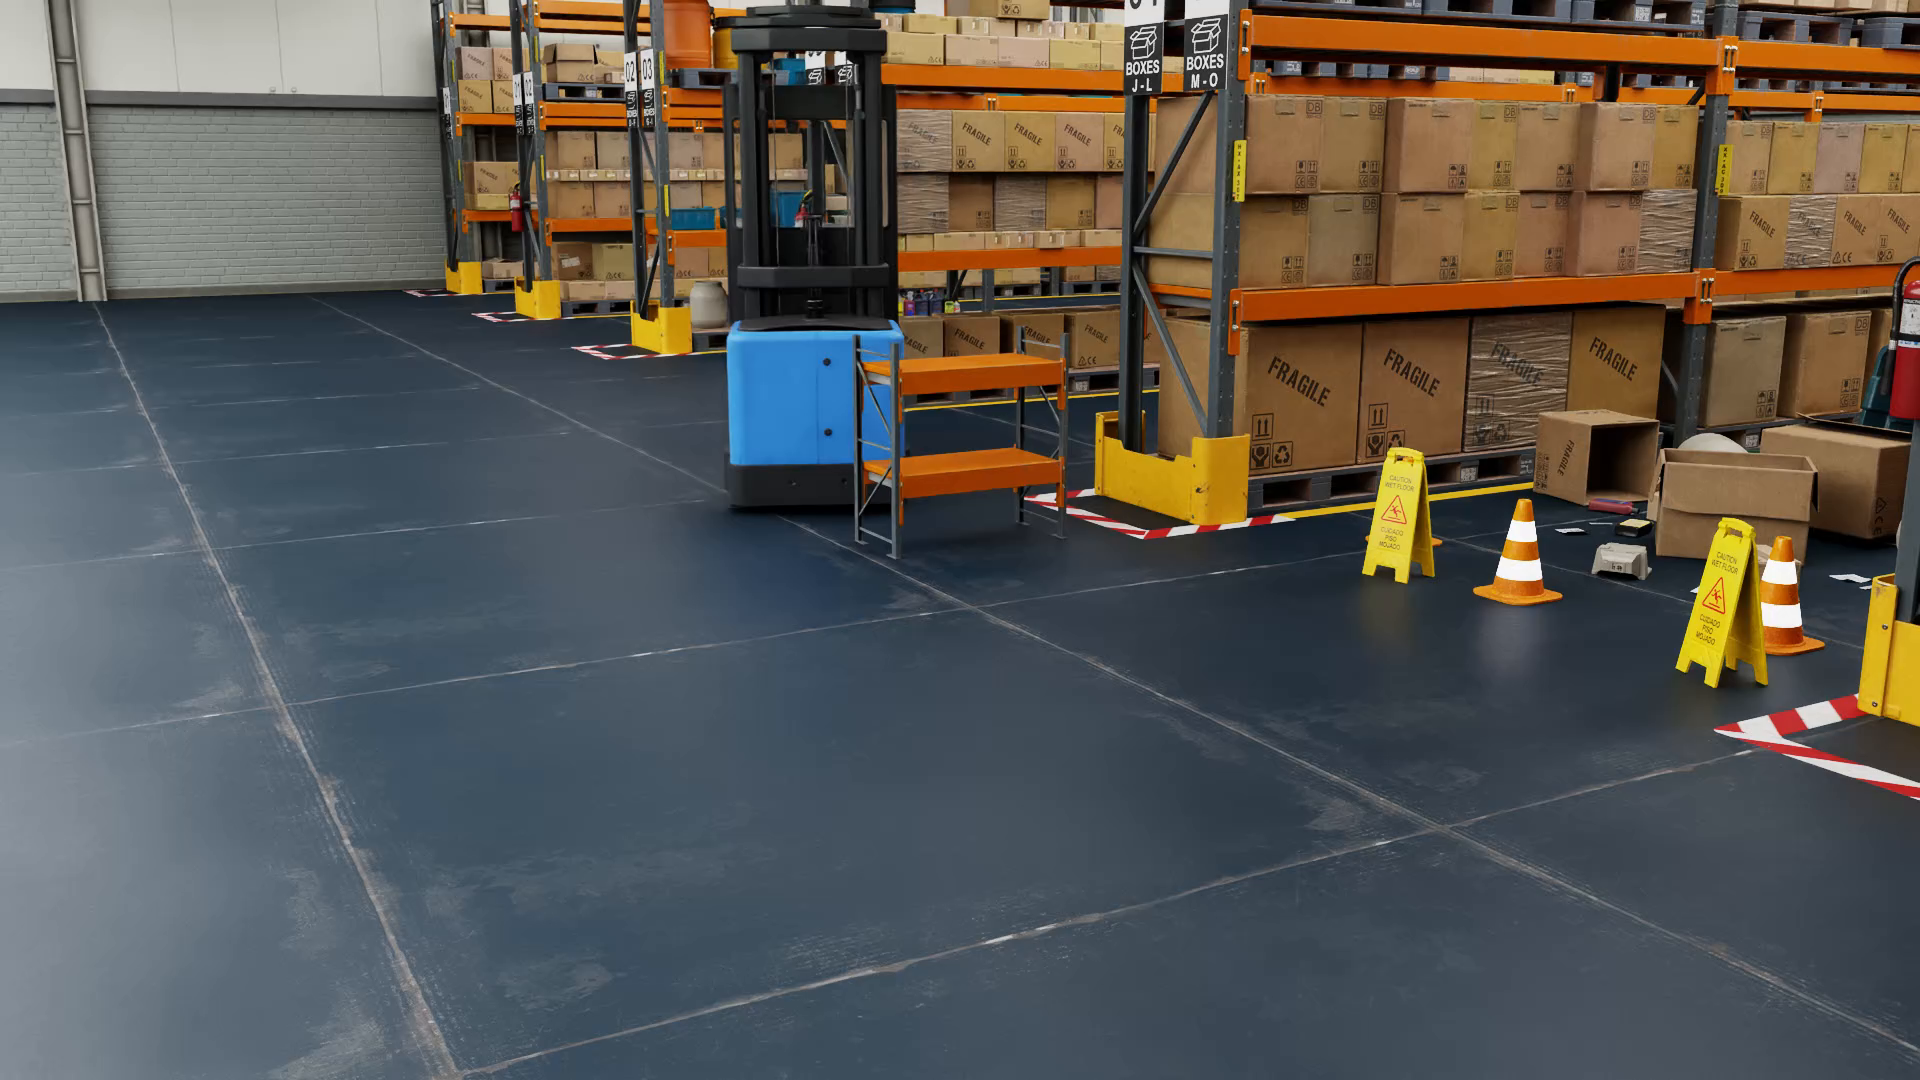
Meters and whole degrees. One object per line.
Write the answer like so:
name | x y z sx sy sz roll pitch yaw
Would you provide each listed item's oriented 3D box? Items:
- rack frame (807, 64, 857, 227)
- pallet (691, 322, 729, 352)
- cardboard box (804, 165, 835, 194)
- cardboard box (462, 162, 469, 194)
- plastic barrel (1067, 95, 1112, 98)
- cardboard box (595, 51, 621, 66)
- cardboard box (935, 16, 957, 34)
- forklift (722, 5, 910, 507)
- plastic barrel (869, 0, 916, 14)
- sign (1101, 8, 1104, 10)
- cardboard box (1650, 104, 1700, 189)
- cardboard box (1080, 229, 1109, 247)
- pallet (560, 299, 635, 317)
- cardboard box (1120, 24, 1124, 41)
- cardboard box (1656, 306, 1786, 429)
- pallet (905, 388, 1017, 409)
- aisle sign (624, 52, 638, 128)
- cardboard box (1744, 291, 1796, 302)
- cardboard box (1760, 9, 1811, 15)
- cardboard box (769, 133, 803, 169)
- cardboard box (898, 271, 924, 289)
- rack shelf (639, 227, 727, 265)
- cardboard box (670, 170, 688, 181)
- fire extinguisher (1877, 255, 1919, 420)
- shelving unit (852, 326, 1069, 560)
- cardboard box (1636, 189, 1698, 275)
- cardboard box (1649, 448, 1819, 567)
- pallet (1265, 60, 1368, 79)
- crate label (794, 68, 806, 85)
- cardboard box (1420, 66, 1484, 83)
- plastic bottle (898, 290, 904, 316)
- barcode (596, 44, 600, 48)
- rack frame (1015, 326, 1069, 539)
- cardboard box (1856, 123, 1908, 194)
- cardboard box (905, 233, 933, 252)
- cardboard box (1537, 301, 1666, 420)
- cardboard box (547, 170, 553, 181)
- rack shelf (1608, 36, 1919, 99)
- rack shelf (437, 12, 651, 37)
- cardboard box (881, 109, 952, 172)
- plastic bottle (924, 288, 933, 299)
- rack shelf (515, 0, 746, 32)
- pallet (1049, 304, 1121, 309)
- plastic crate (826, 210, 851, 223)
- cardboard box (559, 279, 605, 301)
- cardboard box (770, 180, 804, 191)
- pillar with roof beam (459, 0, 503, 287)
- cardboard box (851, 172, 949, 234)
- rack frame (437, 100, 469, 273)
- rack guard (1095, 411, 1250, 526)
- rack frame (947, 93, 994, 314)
rack frame | -1.016 -2.638 13.997 0.127 3.000 1.000 -7 14 -28
pallet | -2.629 -2.333 18.996 1.213 0.211 1.003 -7 14 -28
cardboard box | -2.605 -6.420 29.573 0.500 0.500 0.700 -7 14 -28
cardboard box | -7.824 -5.894 27.056 0.500 0.500 0.500 -7 14 -28
plastic barrel | 1.612 -5.954 20.759 0.708 0.901 0.600 -7 14 -28
cardboard box | -5.865 -7.710 27.155 0.500 0.500 0.500 -7 15 -30
cardboard box | -0.227 -4.266 13.833 0.250 0.149 0.380 -7 15 -29
forklift | -0.964 -1.895 10.853 1.130 2.935 3.031 -1 13 -5
plastic barrel | -0.803 -5.842 19.304 0.708 0.901 0.600 -7 14 -28
sign | 2.667 -10.082 31.103 0.005 0.325 0.100 -7 14 -28
cardboard box | 4.442 -2.660 11.294 0.550 0.550 0.875 -7 14 -28
cardboard box | 1.123 -2.702 14.854 0.250 0.149 0.380 -7 14 -28
pallet | -5.108 -3.275 23.181 1.213 0.211 1.003 -7 14 -28
cardboard box | 1.399 -4.453 14.664 0.250 0.149 0.380 -6 14 -26
cardboard box | 5.284 -1.282 12.141 0.750 0.750 1.050 -7 14 -28
pallet | -0.219 -1.364 14.688 1.213 0.211 1.003 -7 14 -28
aisle sign | -3.595 -4.910 18.174 0.004 0.787 0.394 -7 14 -28
cardboard box | 8.965 -2.997 19.478 0.875 0.875 1.225 -7 14 -28
cardboard box | 5.761 -3.908 11.968 0.500 0.250 0.500 -7 14 -28
cardboard box | -2.635 -5.602 23.986 0.500 0.500 0.700 -7 14 -28
cardboard box | -0.873 -3.935 25.066 0.500 0.250 0.500 -7 15 -30
rack shelf | -1.634 -3.452 19.252 4.000 0.370 1.077 -7 14 -28
cardboard box | -3.962 -5.074 23.117 0.250 0.149 0.380 -7 14 -27
fire extinguisher | 3.411 -0.767 5.861 0.183 0.674 0.296 -7 14 -28
shelving unit | 0.006 -0.549 8.989 1.048 1.125 0.538 -7 14 -28
cardboard box | 4.465 -2.124 11.373 0.550 0.550 0.875 -7 14 -28
cardboard box | 4.061 -0.183 8.774 0.797 0.503 0.637 5 14 21
pallet | 3.088 -4.475 15.756 1.003 0.211 1.213 -7 14 -28
crate label | -1.588 -5.116 18.518 0.408 0.251 0.502 -7 14 -28
cardboard box | 4.835 -4.665 16.516 0.500 0.250 0.500 -6 14 -26
plastic bottle | -0.757 -2.758 19.562 0.185 0.351 0.144 -7 14 -28
barcode | -6.051 -8.249 27.772 0.075 0.075 0.001 -7 14 -28
rack frame | 0.452 -0.603 9.226 0.032 1.125 0.500 -7 14 -28
cardboard box | 6.554 -2.842 12.402 0.500 0.500 0.700 -7 14 -28
cardboard box | -0.423 -2.522 14.054 0.250 0.149 0.380 -7 14 -28
cardboard box | 4.197 -1.208 11.526 0.875 0.875 0.875 -7 14 -27
cardboard box | -5.515 -4.989 22.742 0.250 0.149 0.380 -7 15 -29
rack shelf | 6.538 -3.415 12.257 4.000 0.370 1.077 -7 14 -28
rack shelf | -6.381 -8.286 27.078 4.000 0.370 1.077 -7 14 -28
cardboard box | -0.403 -3.325 13.868 0.500 0.500 0.500 -7 14 -28
plastic bottle | -0.375 -2.840 19.926 0.185 0.351 0.144 -7 14 -28
rack shelf | -4.004 -7.138 22.881 4.000 0.370 1.077 -7 14 -28
pallet | 1.865 -2.872 21.389 1.213 0.211 1.003 -7 14 -28
plastic crate | -1.205 -3.821 19.739 0.662 0.188 0.450 -7 14 -28
cardboard box | -5.182 -3.424 22.798 0.500 0.250 0.500 -7 14 -28
cardboard box | -2.635 -4.969 24.128 0.500 0.500 0.700 -7 15 -29
pillar with roof beam | -5.874 -7.839 23.445 0.400 9.000 9.100 -7 14 -28
cardboard box | -0.520 -2.884 14.187 0.500 0.500 0.875 -7 14 -28
rack frame | -8.136 -5.501 26.722 0.127 3.000 1.000 -7 14 -28
rack guard | 1.251 -0.449 9.966 0.348 0.500 1.175 -7 14 -28
rack frame | 0.122 -4.013 20.108 0.127 3.000 1.000 -7 14 -28
